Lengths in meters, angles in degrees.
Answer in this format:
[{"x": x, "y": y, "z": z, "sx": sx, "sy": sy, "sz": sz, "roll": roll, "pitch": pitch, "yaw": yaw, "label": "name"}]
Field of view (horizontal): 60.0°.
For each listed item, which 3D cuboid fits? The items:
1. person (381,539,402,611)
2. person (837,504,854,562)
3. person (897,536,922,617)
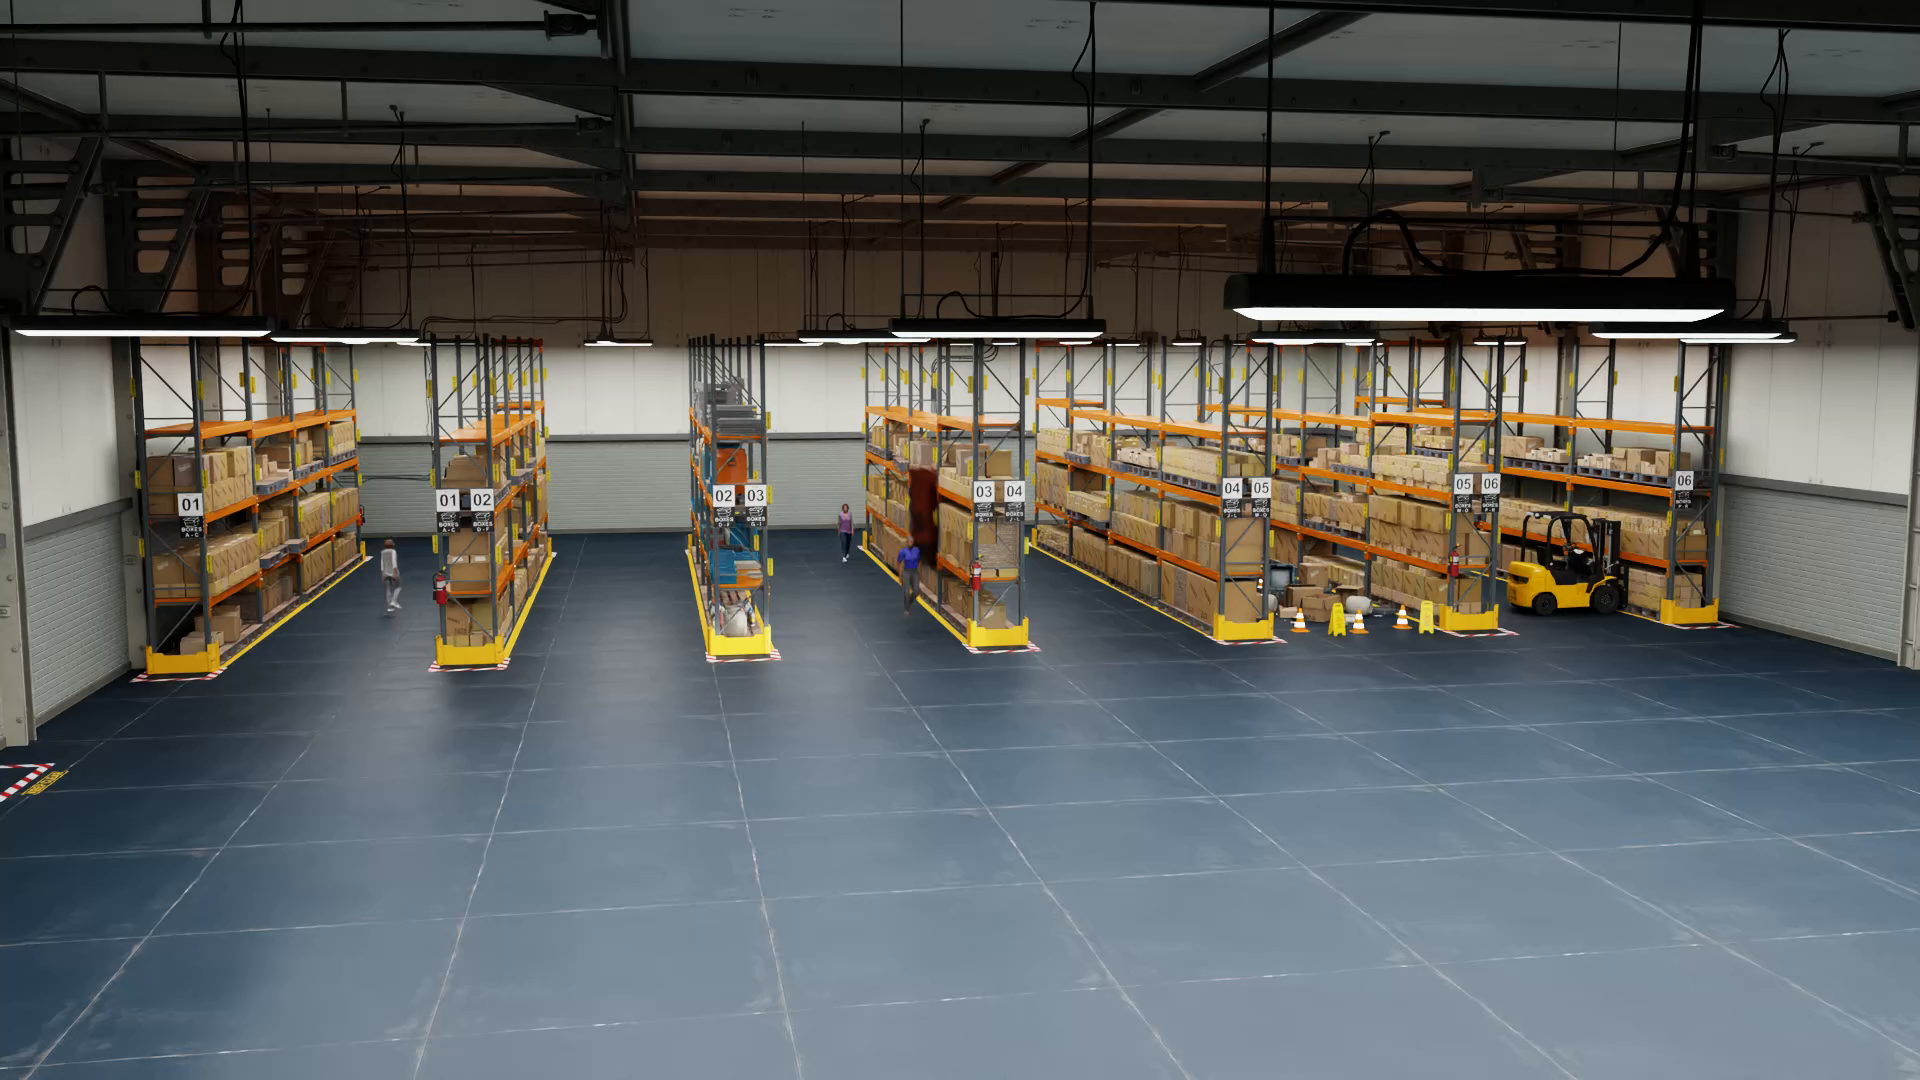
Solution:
[{"x": -12.442, "y": 0.767, "z": 36.309, "sx": 0.455, "sy": 1.578, "sz": 0.425, "roll": 0, "pitch": 7, "yaw": 3, "label": "person"}, {"x": -3.089, "y": -0.215, "z": 44.986, "sx": 0.432, "sy": 1.534, "sz": 0.972, "roll": -1, "pitch": 7, "yaw": -10, "label": "person"}, {"x": -1.051, "y": 0.778, "z": 34.121, "sx": 0.545, "sy": 1.628, "sz": 0.512, "roll": -3, "pitch": 7, "yaw": -21, "label": "person"}]
